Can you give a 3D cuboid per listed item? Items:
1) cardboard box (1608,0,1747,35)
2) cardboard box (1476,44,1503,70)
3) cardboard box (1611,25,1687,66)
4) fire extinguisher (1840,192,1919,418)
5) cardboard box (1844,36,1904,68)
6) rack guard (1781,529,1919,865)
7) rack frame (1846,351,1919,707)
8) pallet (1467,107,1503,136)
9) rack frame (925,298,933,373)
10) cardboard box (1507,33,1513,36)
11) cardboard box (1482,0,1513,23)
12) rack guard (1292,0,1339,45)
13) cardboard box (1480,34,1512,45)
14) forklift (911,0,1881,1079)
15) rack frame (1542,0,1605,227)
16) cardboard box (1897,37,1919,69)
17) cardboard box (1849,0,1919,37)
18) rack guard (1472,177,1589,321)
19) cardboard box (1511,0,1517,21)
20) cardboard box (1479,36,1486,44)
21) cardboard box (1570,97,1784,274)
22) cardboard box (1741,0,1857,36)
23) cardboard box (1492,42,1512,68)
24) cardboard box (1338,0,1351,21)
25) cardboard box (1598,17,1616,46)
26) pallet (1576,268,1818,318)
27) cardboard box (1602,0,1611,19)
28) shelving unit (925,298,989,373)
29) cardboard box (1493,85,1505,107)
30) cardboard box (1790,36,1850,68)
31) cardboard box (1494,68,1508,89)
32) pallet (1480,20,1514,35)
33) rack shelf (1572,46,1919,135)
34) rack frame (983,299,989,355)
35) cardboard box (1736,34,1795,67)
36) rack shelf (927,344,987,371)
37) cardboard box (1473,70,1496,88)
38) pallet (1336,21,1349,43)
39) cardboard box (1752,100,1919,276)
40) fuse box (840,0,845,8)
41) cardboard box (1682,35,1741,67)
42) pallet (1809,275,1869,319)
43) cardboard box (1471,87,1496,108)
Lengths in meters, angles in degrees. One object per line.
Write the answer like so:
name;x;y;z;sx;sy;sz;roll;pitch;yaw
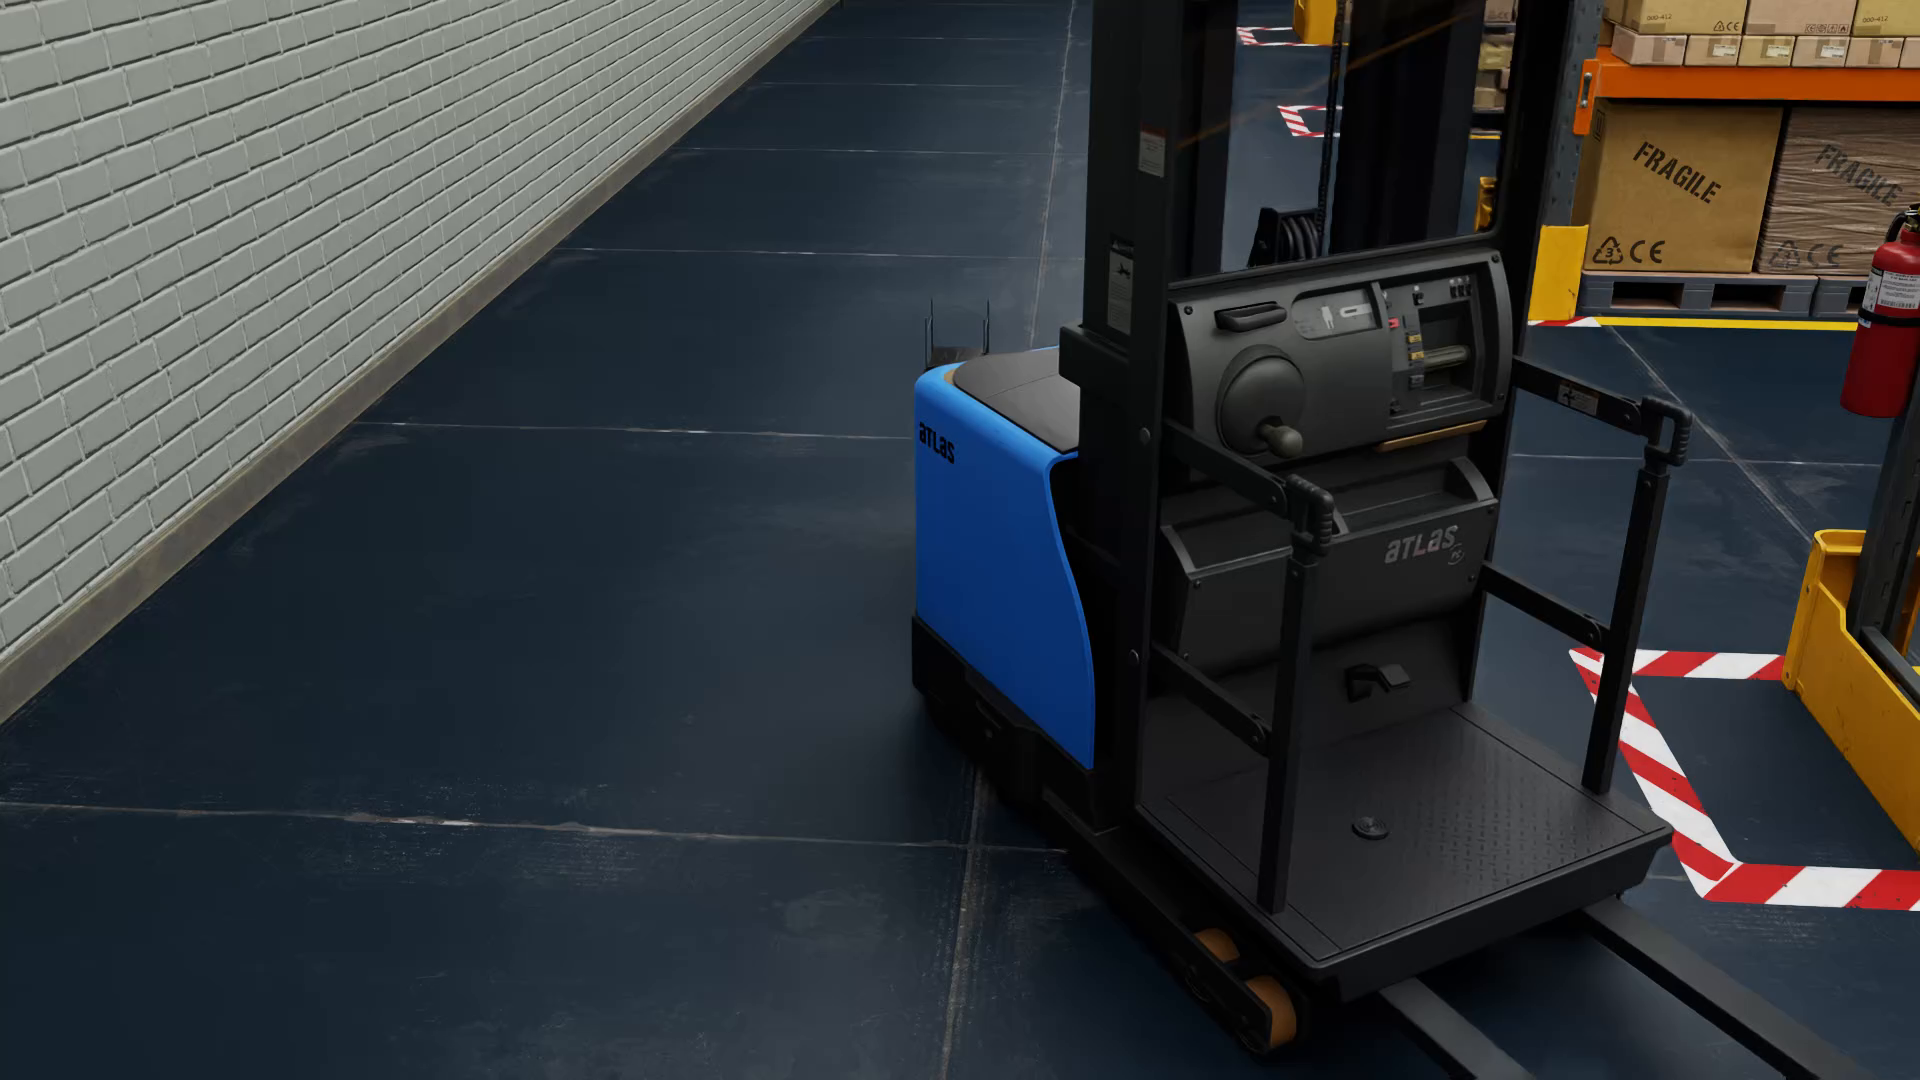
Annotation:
cardboard box;3.602;-2.701;8.356;0.500;0.250;0.500;1;25;3
cardboard box;4.121;-3.834;13.190;0.250;0.149;0.380;1;25;2
cardboard box;3.473;-2.499;8.394;0.250;0.149;0.380;2;25;5
fire extinguisher;2.649;-0.688;4.695;0.183;0.674;0.296;2;25;4
cardboard box;4.498;-2.467;8.324;0.250;0.149;0.380;1;25;3
rack guard;2.740;0.442;4.691;0.348;0.500;1.175;2;25;4
rack frame;2.765;-0.698;4.178;0.127;3.000;1.000;2;25;4
pallet;4.508;-3.516;13.639;1.213;0.211;1.003;2;25;4
rack frame;-0.109;-0.412;6.070;0.006;0.900;0.240;2;25;4
cardboard box;4.686;-4.094;13.754;0.250;0.149;0.380;1;25;3
cardboard box;5.482;-5.914;18.077;0.875;0.438;0.875;2;25;5
rack guard;3.879;-5.758;18.165;0.348;0.500;1.175;2;25;4
cardboard box;4.418;-4.049;13.657;0.250;0.149;0.380;2;25;5
forklift;0.990;-0.395;3.603;1.130;2.935;3.031;-13;28;-25
rack frame;3.144;-2.762;8.665;0.127;3.000;1.000;2;25;4
cardboard box;4.755;-2.459;8.306;0.250;0.149;0.380;2;25;3
cardboard box;4.622;-2.670;8.288;0.500;0.250;0.500;1;25;2
rack guard;3.120;-1.627;9.189;0.348;0.500;1.175;2;25;4
cardboard box;6.381;-5.885;18.013;0.875;0.438;0.875;1;25;2
cardboard box;4.172;-4.081;13.727;0.250;0.149;0.380;2;25;5
cardboard box;3.788;-2.001;9.049;0.875;0.875;0.875;2;25;4
cardboard box;4.121;-2.687;8.326;0.500;0.250;0.500;2;25;3
cardboard box;4.405;-3.875;13.280;0.250;0.149;0.380;2;25;5
cardboard box;4.569;-5.940;18.133;0.875;0.438;0.875;1;25;2
cardboard box;3.524;-2.774;8.991;0.250;0.149;0.380;2;25;5
pallet;3.947;-1.502;9.263;1.213;0.211;1.003;2;25;4
cardboard box;3.648;-2.924;8.840;0.500;0.250;0.500;1;25;3
shelving unit;-0.008;-0.409;6.062;0.210;0.900;0.258;2;25;4
cardboard box;4.390;-3.598;13.388;0.250;0.149;0.380;2;25;4
cardboard box;4.244;-2.476;8.342;0.250;0.149;0.380;1;25;3
cardboard box;4.396;-3.701;13.257;0.250;0.149;0.380;2;25;4
pallet;5.919;-5.593;18.152;1.213;0.211;1.003;2;25;4
rack shelf;5.138;-2.371;8.676;4.000;0.370;1.077;2;25;4
rack frame;0.093;-0.406;6.055;0.006;0.900;0.240;2;25;4
cardboard box;3.984;-2.484;8.360;0.250;0.149;0.380;1;25;3
rack shelf;-0.008;-0.624;5.964;0.200;0.077;0.258;2;25;4
cardboard box;4.127;-3.733;13.327;0.250;0.149;0.380;3;25;6
pallet;4.706;-5.633;18.239;1.213;0.211;1.003;2;25;4
cardboard box;4.696;-1.972;8.986;0.875;0.875;0.875;2;25;4
fuse box;-1.415;-7.349;20.174;0.414;1.711;0.539;2;25;4
cardboard box;3.729;-2.492;8.377;0.250;0.149;0.380;1;25;3
pallet;5.161;-1.462;9.176;1.213;0.211;1.003;2;25;4
cardboard box;4.123;-3.572;13.332;0.250;0.149;0.380;2;25;5
